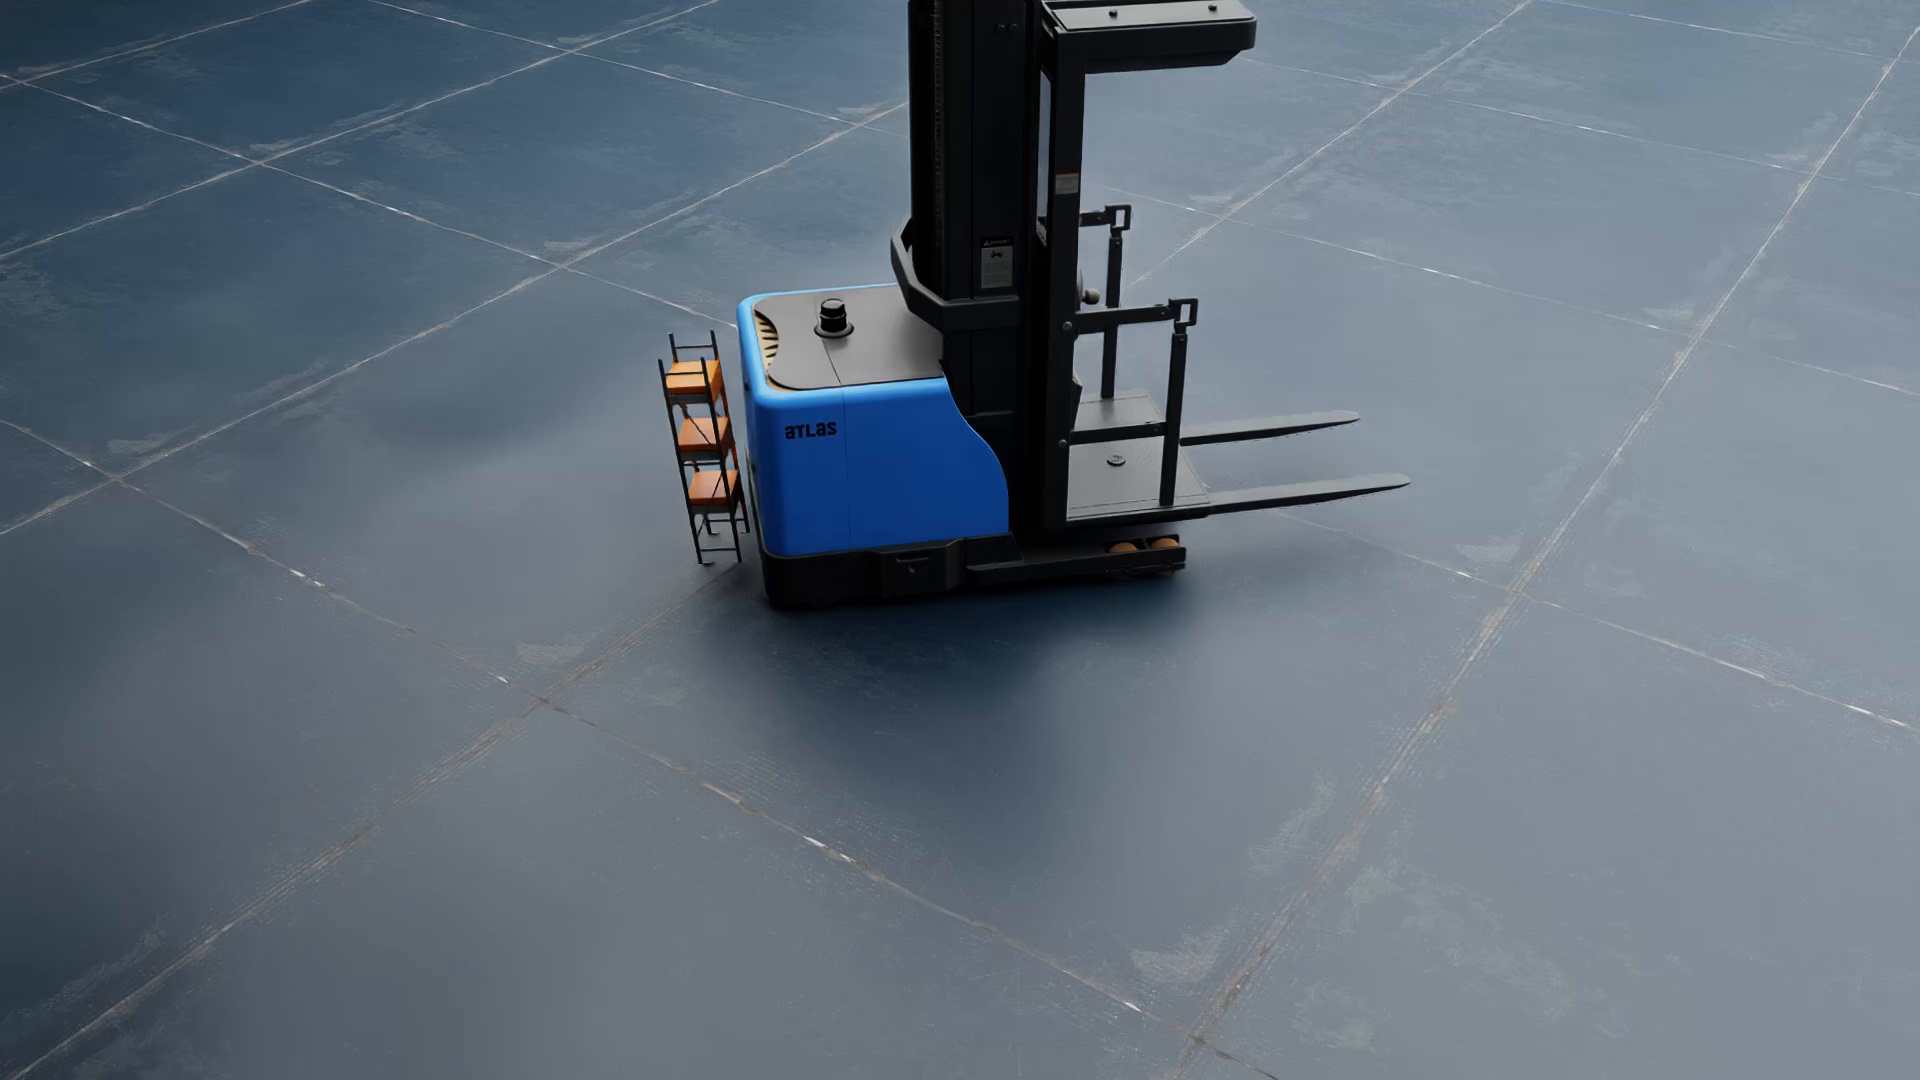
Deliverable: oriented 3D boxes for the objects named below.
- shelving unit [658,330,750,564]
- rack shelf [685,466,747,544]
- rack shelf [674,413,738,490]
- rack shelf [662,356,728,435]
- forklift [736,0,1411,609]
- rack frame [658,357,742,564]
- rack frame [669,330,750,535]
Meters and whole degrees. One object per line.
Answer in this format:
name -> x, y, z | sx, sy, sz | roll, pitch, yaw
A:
shelving unit -> -1.127, -0.398, 7.387 | 0.215, 1.050, 0.252 | -2, 34, 5
rack shelf -> -1.104, -0.159, 7.547 | 0.215, 0.259, 0.240 | -2, 34, 5
rack shelf -> -1.126, -0.389, 7.393 | 0.215, 0.259, 0.240 | -2, 34, 5
rack shelf -> -1.148, -0.624, 7.235 | 0.215, 0.259, 0.240 | -2, 34, 5
forklift -> 0.556, -1.318, 7.083 | 3.031, 2.935, 1.130 | -6, 35, -9
rack frame -> -1.132, -0.330, 7.286 | 0.200, 1.050, 0.008 | -2, 34, 5
rack frame -> -1.121, -0.466, 7.488 | 0.200, 1.050, 0.008 | -2, 34, 5
